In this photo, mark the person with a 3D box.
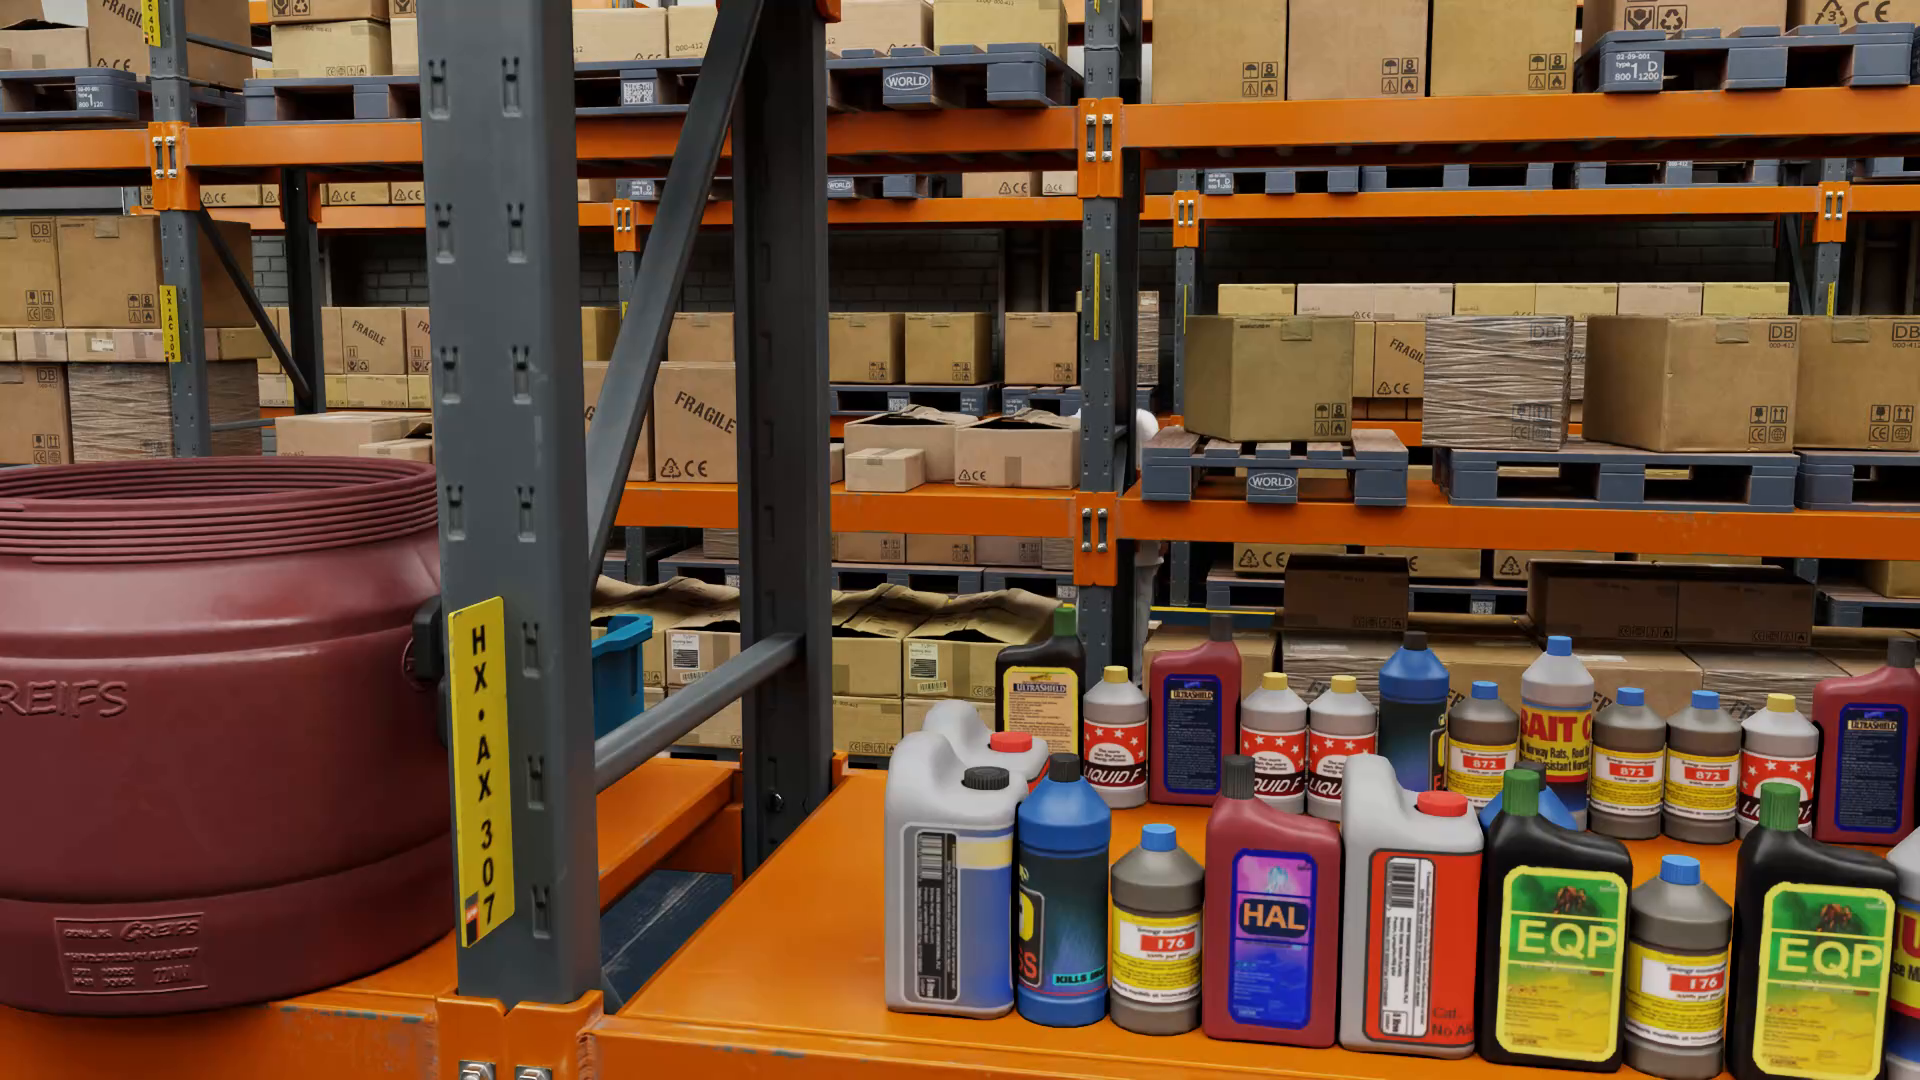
[{"bbox_3d":[0.868,-0.073,8.972,0.636,1.825,0.508,6,10,39],"label":"person"}]
